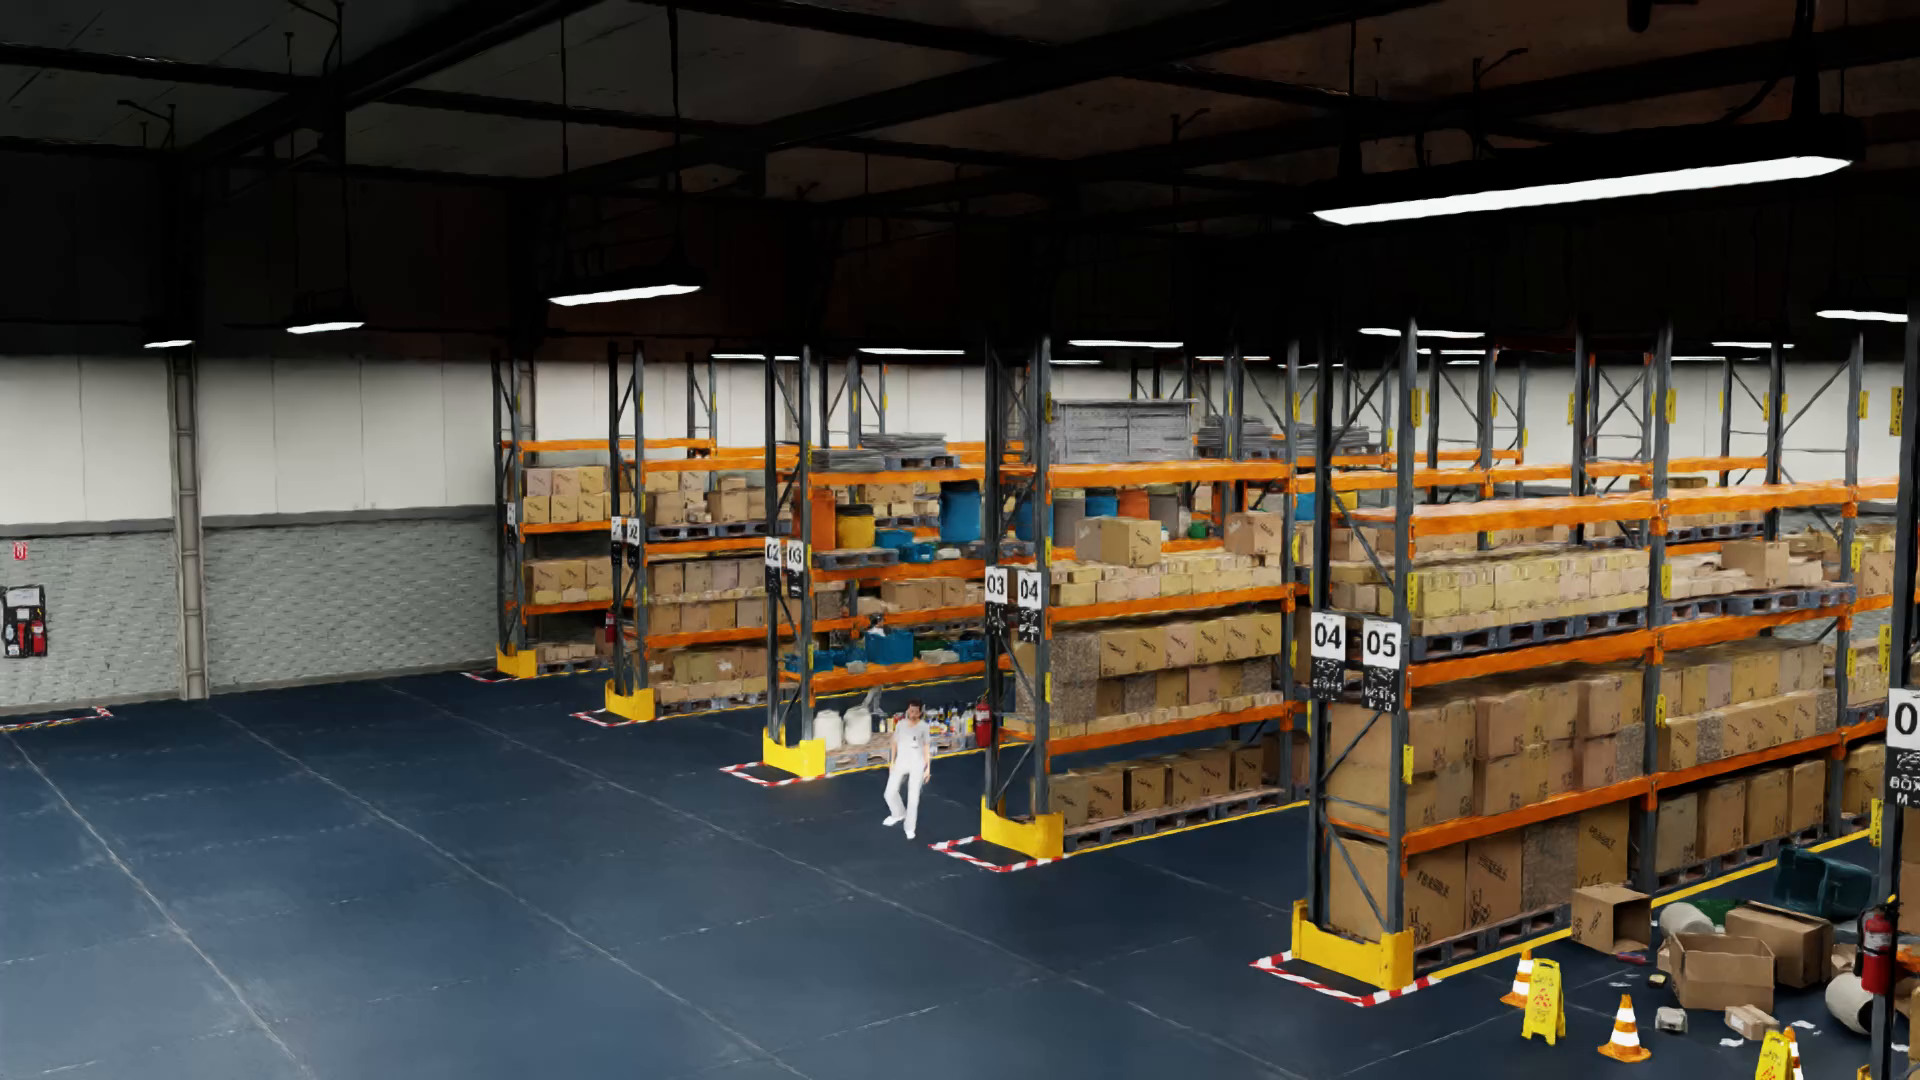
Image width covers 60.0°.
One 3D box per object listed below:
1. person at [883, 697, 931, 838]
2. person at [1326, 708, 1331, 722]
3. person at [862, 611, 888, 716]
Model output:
[{"bbox_3d":[-0.623,2.636,19.469,0.633,1.655,0.501,1,5,16],"label":"person"},{"bbox_3d":[5.508,2.124,24.338,0.677,1.773,0.629,-1,5,-15],"label":"person"},{"bbox_3d":[-1.353,1.986,26.690,0.402,1.675,0.517,2,6,24],"label":"person"}]
